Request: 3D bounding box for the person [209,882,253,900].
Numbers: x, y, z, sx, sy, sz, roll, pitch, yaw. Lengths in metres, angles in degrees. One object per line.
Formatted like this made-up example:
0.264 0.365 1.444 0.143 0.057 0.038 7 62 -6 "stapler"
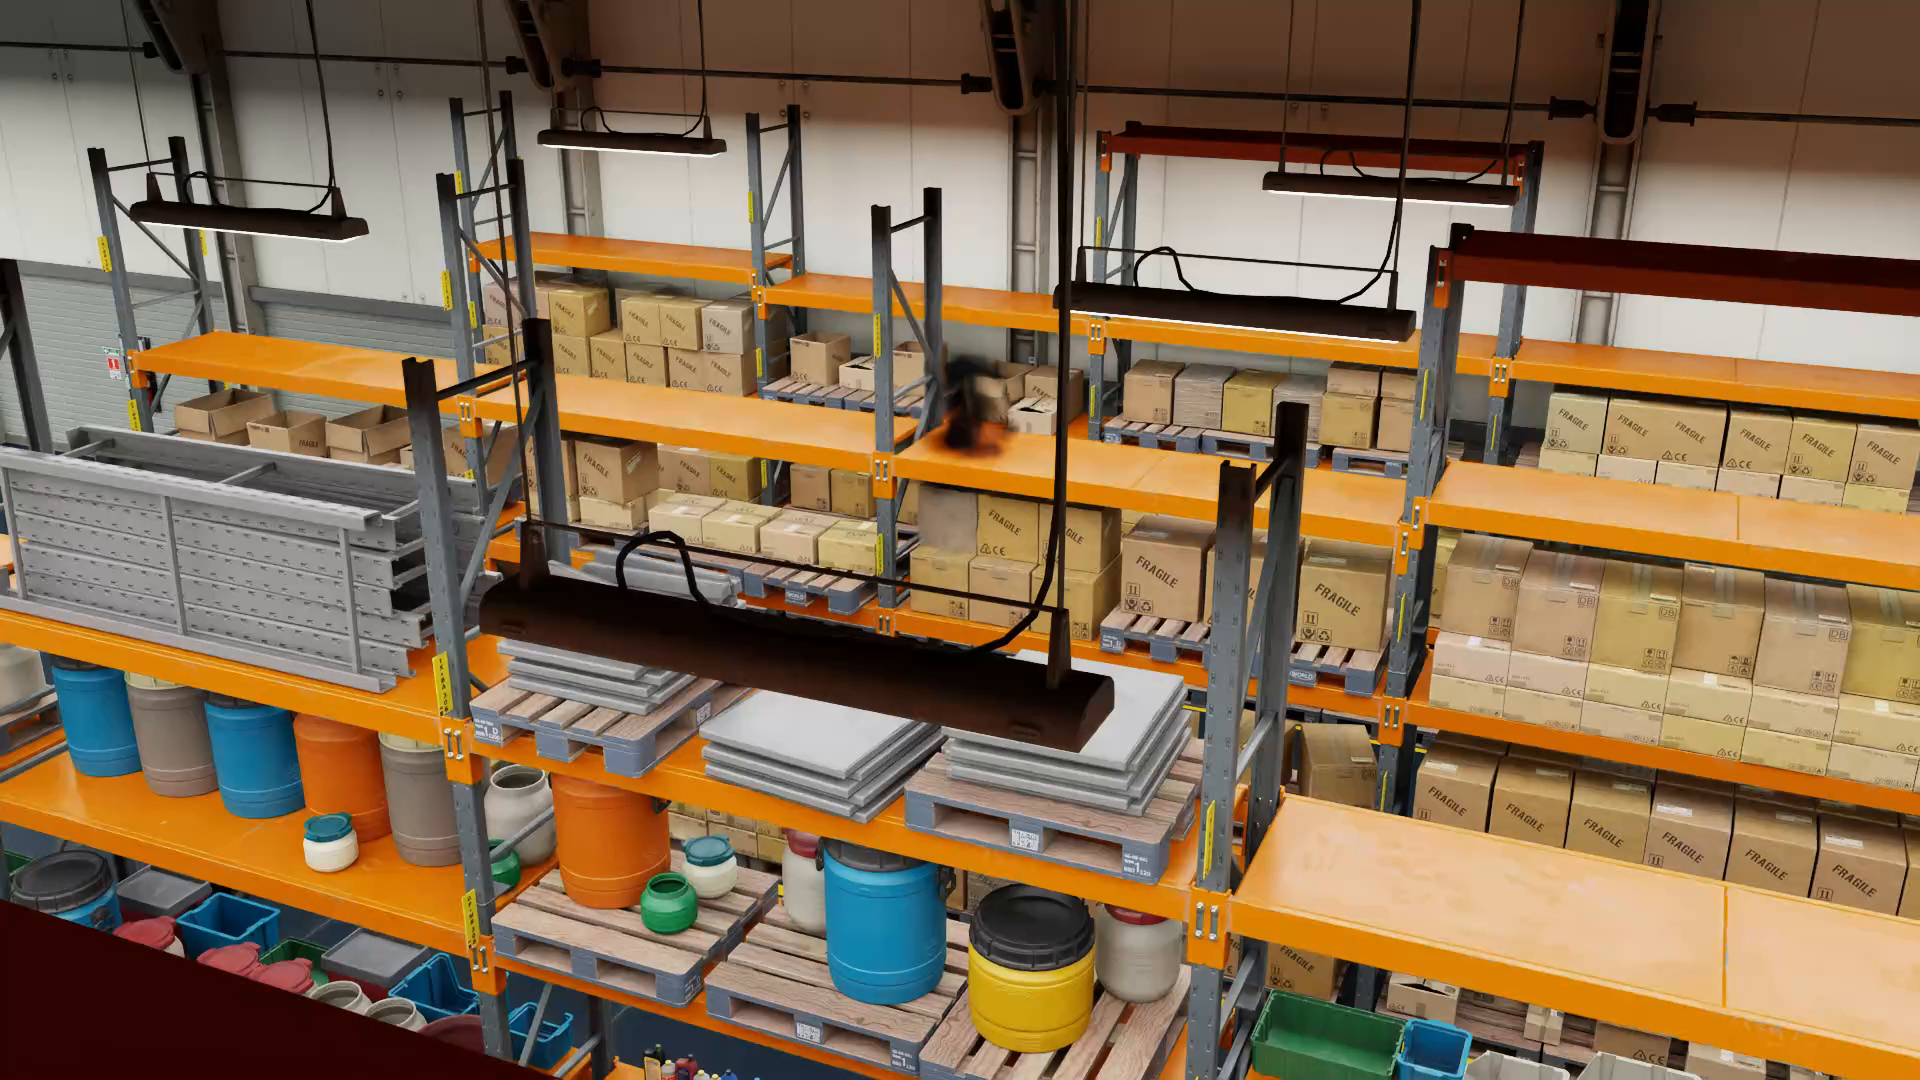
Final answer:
-5.649 2.746 12.980 0.888 1.704 0.643 9 22 24 "person"
